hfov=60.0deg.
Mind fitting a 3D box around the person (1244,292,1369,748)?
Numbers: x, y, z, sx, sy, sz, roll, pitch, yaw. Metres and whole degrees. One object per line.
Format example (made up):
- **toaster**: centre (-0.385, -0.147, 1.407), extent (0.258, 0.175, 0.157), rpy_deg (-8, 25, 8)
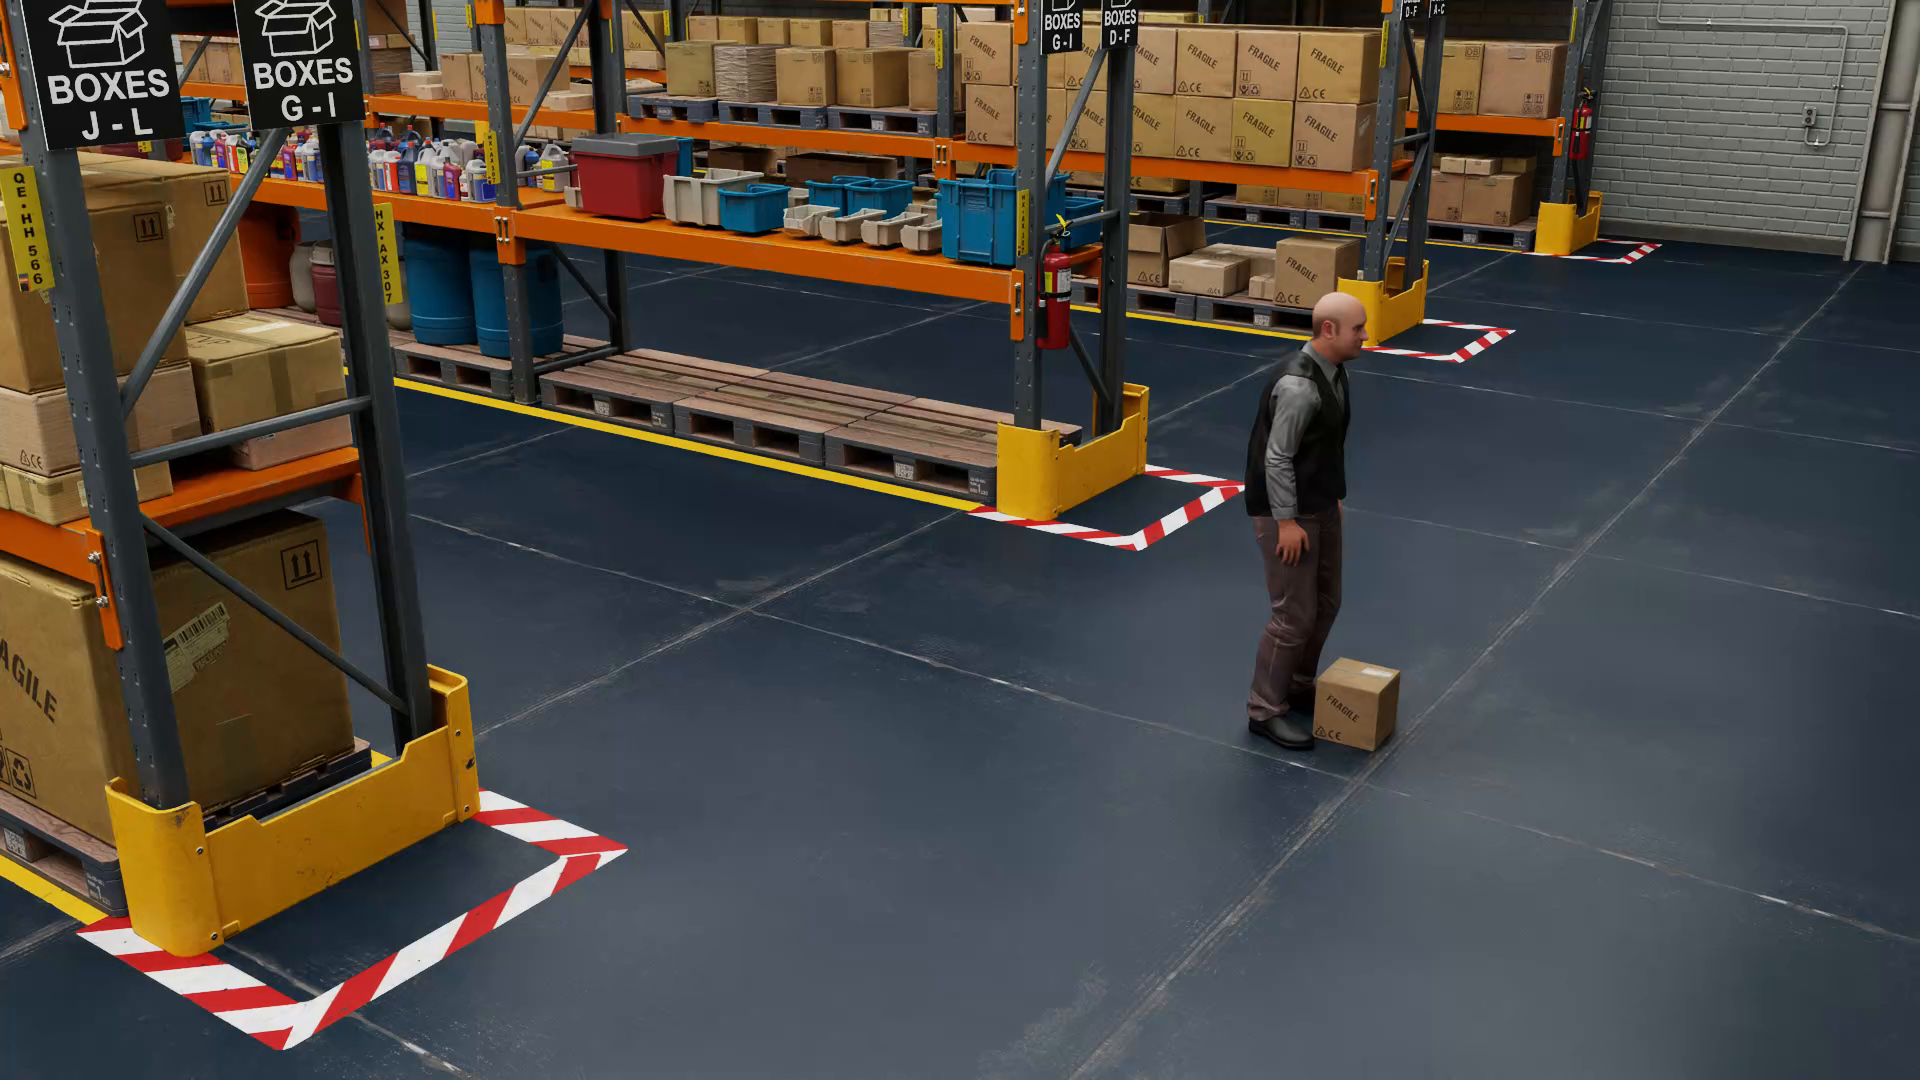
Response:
- **person**: centre (1.314, -0.104, 6.399), extent (0.425, 1.719, 0.583), rpy_deg (11, 23, 29)
